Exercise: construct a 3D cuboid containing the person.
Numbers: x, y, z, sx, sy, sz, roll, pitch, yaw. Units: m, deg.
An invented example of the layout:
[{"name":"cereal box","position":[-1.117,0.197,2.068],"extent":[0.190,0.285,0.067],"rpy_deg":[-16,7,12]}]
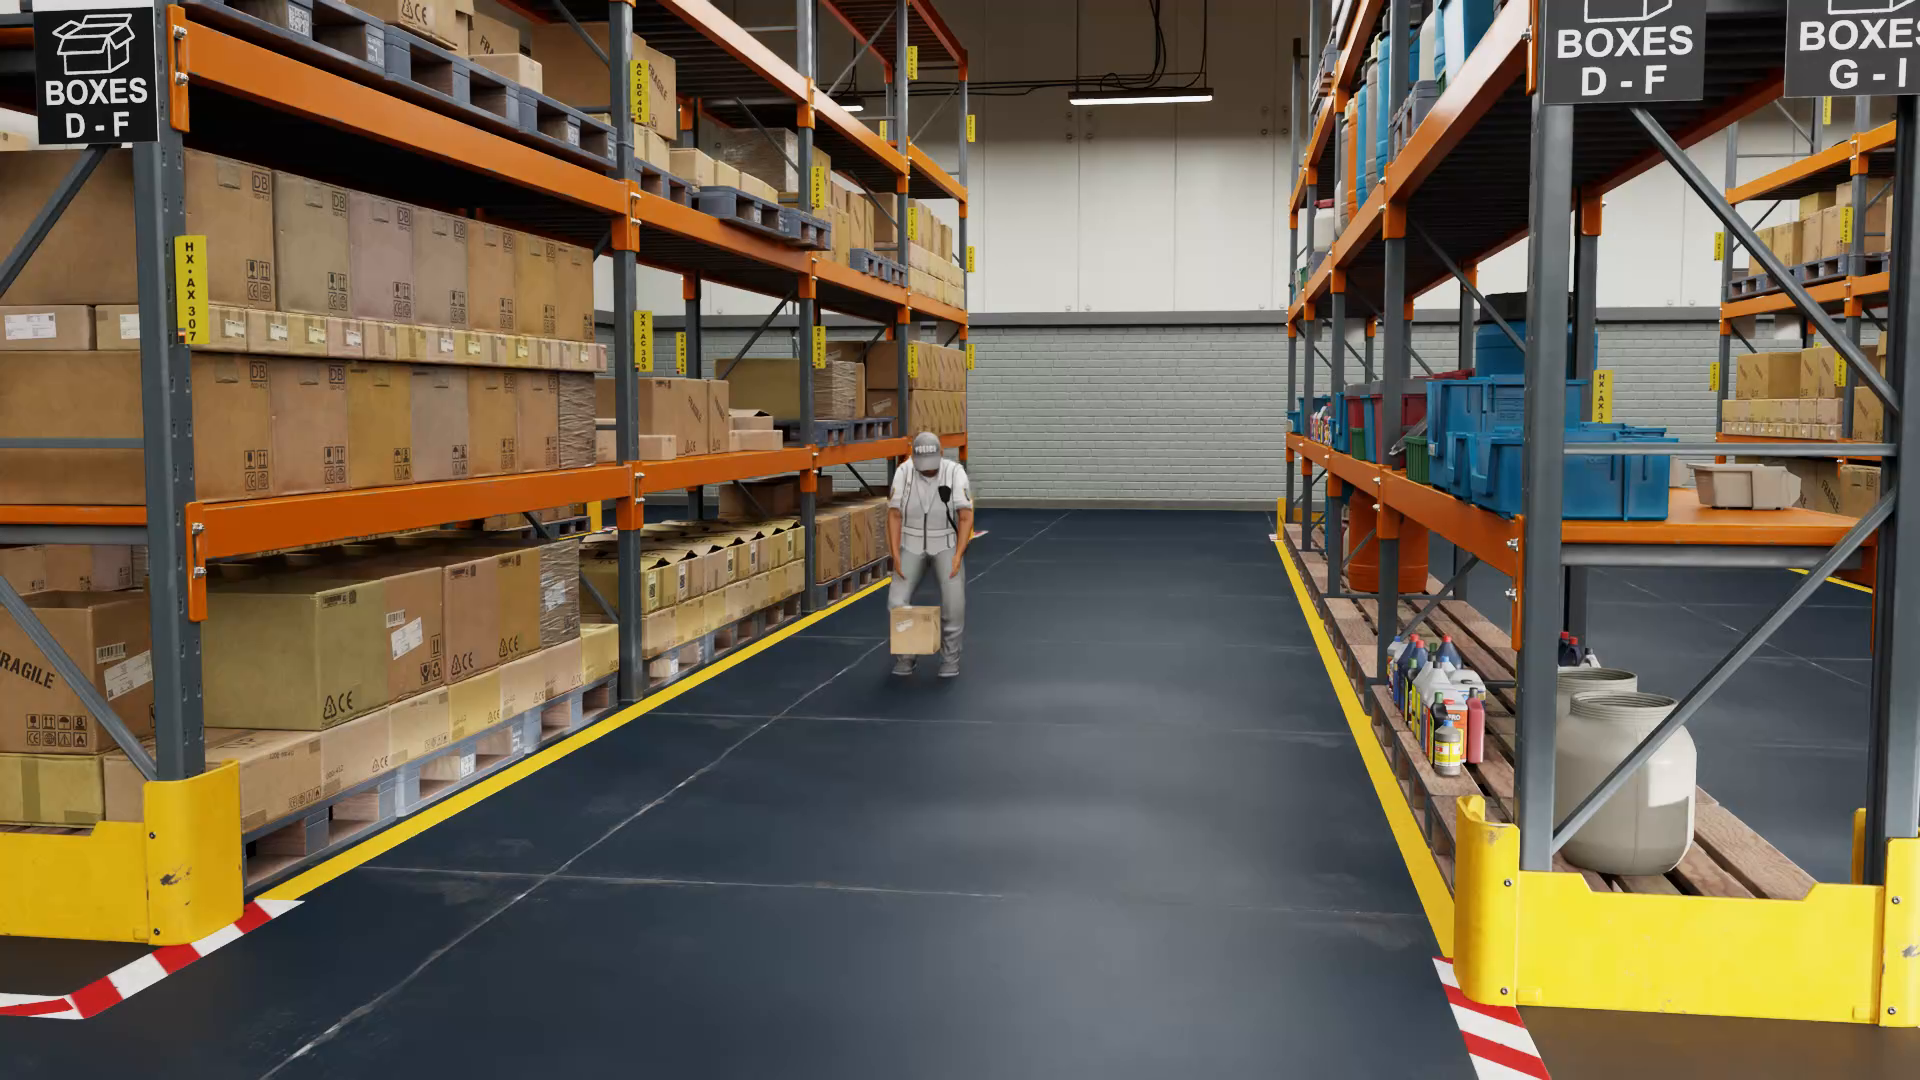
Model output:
[{"name":"person","position":[-0.169,0.085,10.074],"extent":[0.528,1.480,0.652],"rpy_deg":[1,5,9]}]
